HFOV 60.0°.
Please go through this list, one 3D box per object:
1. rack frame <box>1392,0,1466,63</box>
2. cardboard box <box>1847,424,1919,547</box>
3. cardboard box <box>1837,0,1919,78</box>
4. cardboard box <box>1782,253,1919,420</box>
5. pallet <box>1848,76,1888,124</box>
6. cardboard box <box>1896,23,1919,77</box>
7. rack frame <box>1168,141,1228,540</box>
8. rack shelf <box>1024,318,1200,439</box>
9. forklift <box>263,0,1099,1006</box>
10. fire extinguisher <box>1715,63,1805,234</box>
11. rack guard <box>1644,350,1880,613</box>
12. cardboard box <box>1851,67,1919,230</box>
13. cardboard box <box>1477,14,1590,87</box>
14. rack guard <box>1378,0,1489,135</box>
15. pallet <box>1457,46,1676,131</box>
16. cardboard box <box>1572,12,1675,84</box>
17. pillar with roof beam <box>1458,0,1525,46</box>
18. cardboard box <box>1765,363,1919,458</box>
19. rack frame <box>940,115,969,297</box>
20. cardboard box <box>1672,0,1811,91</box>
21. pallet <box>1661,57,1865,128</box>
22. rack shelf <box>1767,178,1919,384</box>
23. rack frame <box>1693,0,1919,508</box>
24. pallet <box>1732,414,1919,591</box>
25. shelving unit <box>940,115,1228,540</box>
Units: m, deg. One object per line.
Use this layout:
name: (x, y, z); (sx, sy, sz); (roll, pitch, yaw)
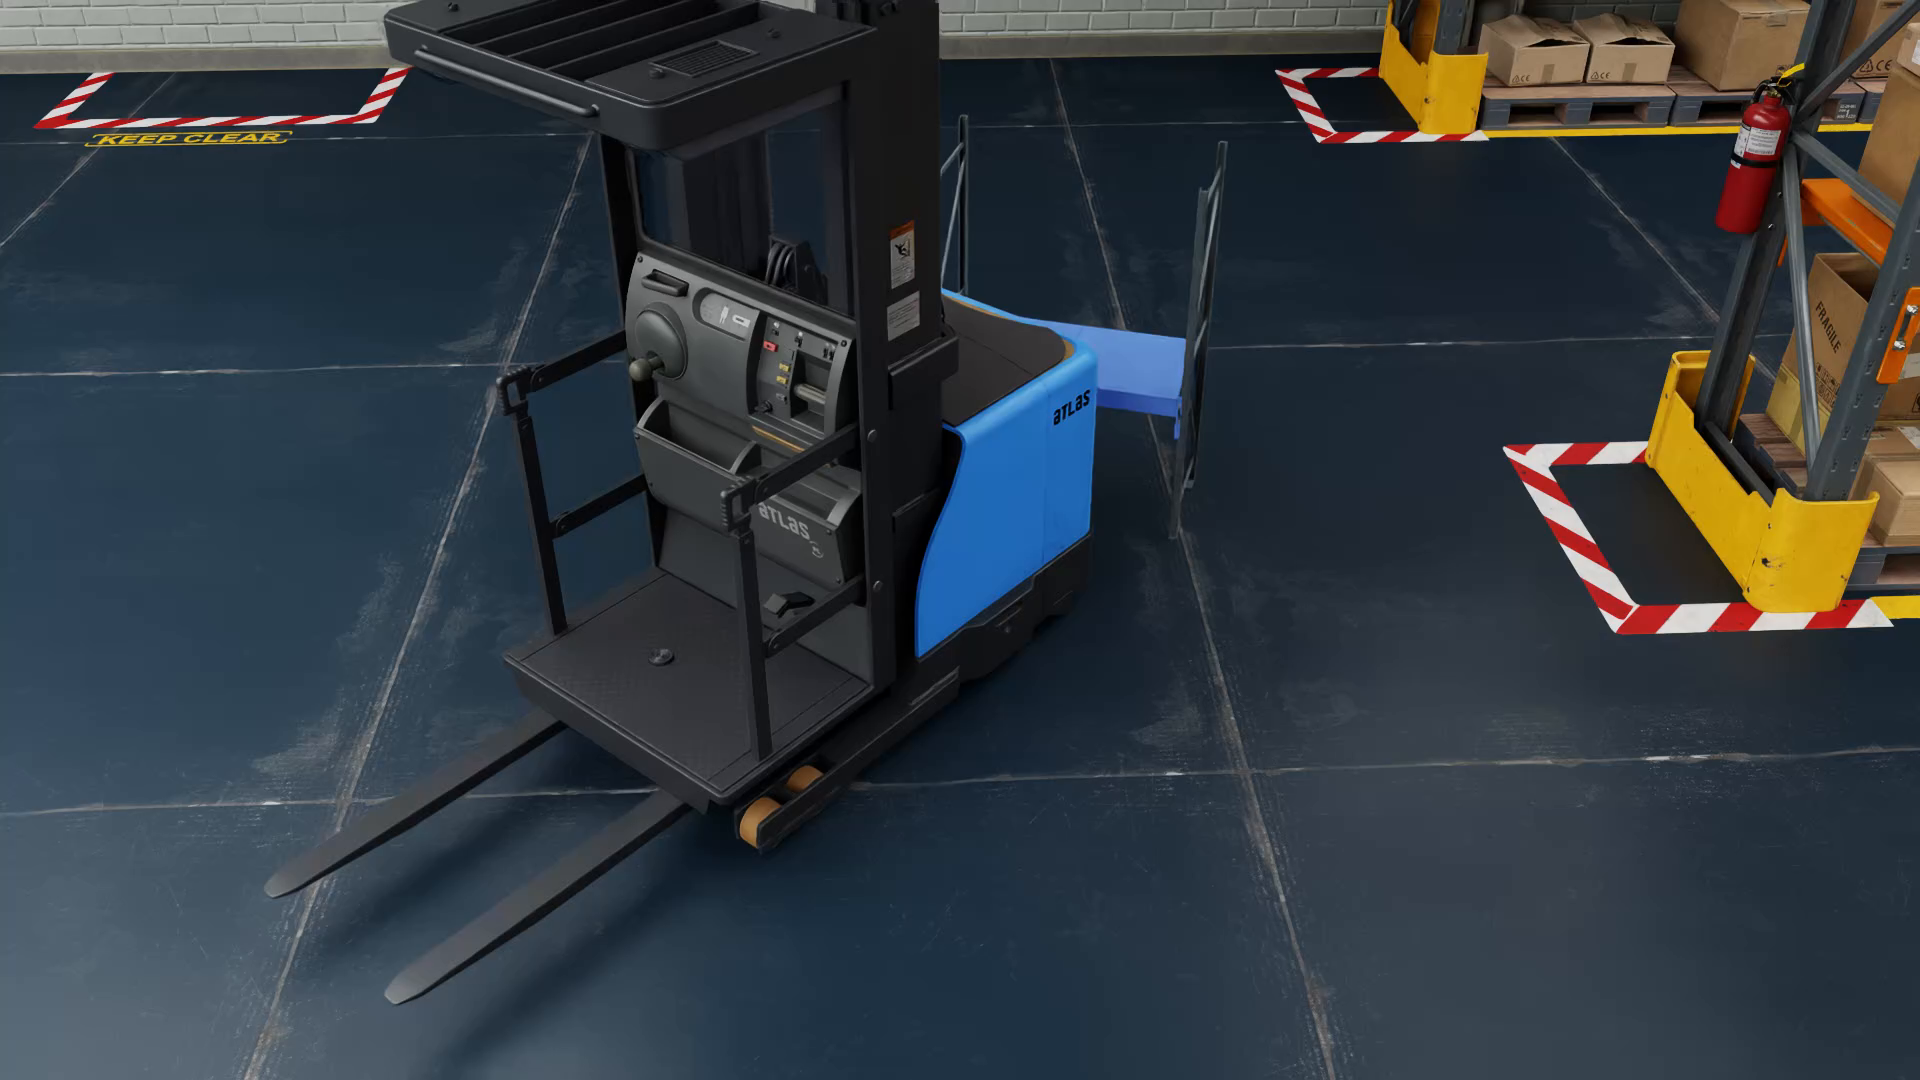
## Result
rack frame: (2.970, -4.106, 10.047); (0.127, 3.000, 1.000); (-2, 35, -2)
cardboard box: (3.755, -0.220, 6.479); (0.500, 0.250, 0.500); (-2, 35, -2)
cardboard box: (5.931, -3.316, 10.715); (0.500, 0.500, 0.500); (-4, 35, -6)
cardboard box: (3.730, -0.824, 6.693); (0.500, 0.500, 0.500); (-2, 35, -2)
pallet: (6.297, -3.029, 10.941); (1.213, 0.211, 1.003); (-2, 35, -2)
cardboard box: (3.581, -1.716, 5.937); (0.250, 0.149, 0.380); (-2, 35, -3)
rack frame: (0.930, -0.756, 6.525); (0.032, 1.500, 0.500); (9, 36, 13)
rack shelf: (0.441, -0.687, 6.741); (1.000, 0.185, 0.538); (9, 36, 13)
forklift: (-0.824, -0.538, 4.952); (1.130, 2.935, 3.031); (25, 42, 32)
fire extinguisher: (3.068, -1.519, 6.377); (0.183, 0.674, 0.296); (-2, 35, -2)
rack guard: (3.185, -0.261, 6.689); (0.348, 0.500, 1.175); (-2, 35, -2)
cardboard box: (3.675, -1.336, 5.957); (0.500, 0.500, 0.700); (-2, 35, -2)
cardboard box: (3.666, -3.149, 10.640); (0.500, 0.311, 0.500); (-5, 35, -8)
rack guard: (3.046, -3.080, 10.761); (0.348, 0.500, 1.175); (-2, 35, -2)
pallet: (3.859, -2.963, 10.846); (1.213, 0.211, 1.003); (-2, 35, -2)
cardboard box: (4.235, -3.164, 10.662); (0.500, 0.311, 0.500); (1, 35, 2)
pillar with roof beam: (3.832, -4.636, 5.541); (0.400, 9.000, 9.100); (-2, 35, -2)
cardboard box: (3.730, -0.514, 6.905); (0.500, 0.250, 0.500); (-2, 35, -2)
rack frame: (-0.048, -0.914, 6.752); (0.032, 1.500, 0.500); (9, 36, 13)
cardboard box: (4.970, -3.233, 10.596); (0.500, 0.500, 0.700); (-4, 35, -5)
pallet: (5.075, -2.994, 10.891); (1.213, 0.211, 1.003); (-2, 35, -2)
rack shelf: (5.206, -1.048, 6.261); (4.000, 0.370, 1.077); (-2, 35, -2)
rack frame: (3.209, -1.290, 5.978); (0.127, 3.000, 1.000); (-2, 35, -2)
pallet: (3.970, -0.188, 6.836); (1.213, 0.211, 1.003); (-2, 35, -2)
shelving unit: (0.441, -0.835, 6.638); (1.048, 1.500, 0.538); (9, 36, 13)
